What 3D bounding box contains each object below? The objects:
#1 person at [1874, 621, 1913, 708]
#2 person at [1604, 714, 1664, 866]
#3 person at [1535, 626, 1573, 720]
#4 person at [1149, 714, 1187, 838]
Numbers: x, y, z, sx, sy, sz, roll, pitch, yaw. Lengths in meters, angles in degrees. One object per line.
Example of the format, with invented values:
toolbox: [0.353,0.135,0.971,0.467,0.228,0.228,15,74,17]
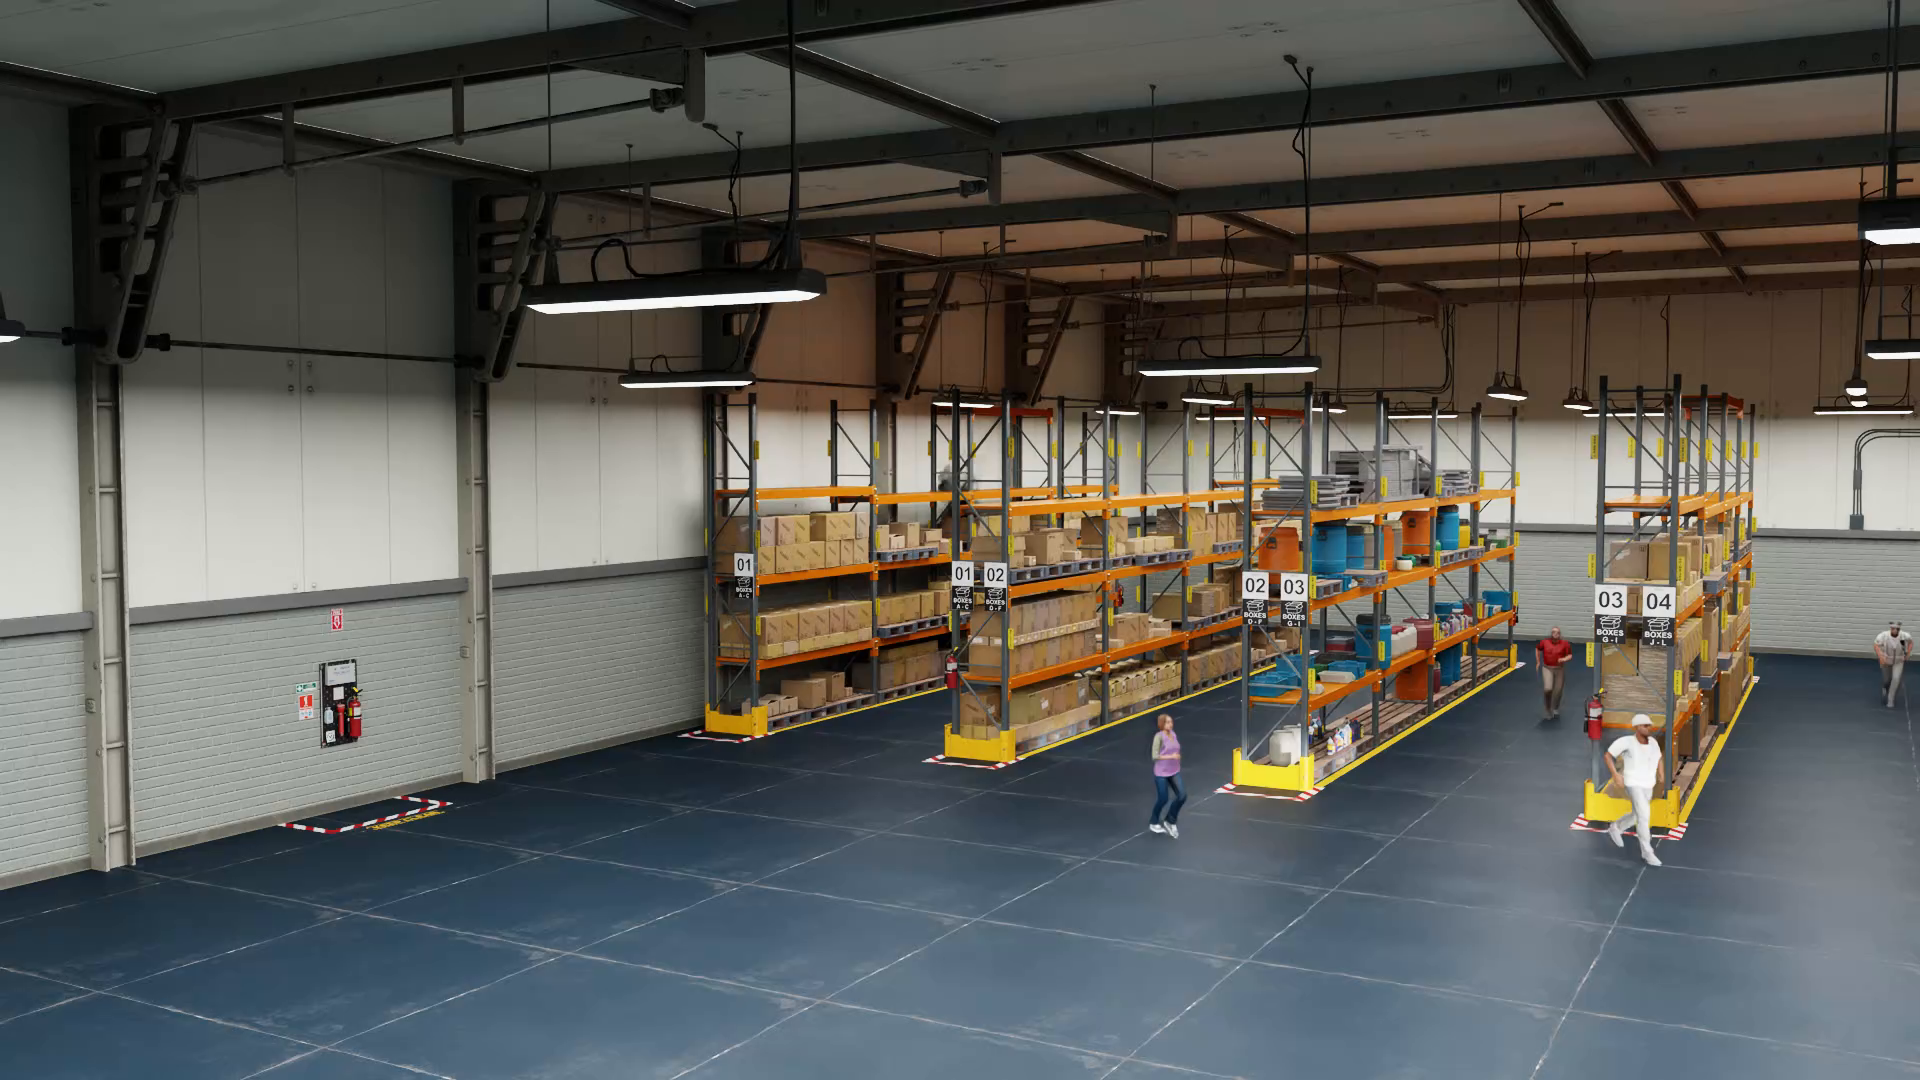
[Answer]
person: [18.342,2.418,32.719,0.674,1.730,0.956,1,3,20]
person: [8.332,3.016,20.443,0.718,1.772,0.943,-1,3,-24]
person: [11.041,2.484,30.908,0.627,1.767,0.826,1,3,14]
person: [2.687,3.044,21.460,0.517,1.608,0.639,-2,4,-34]
